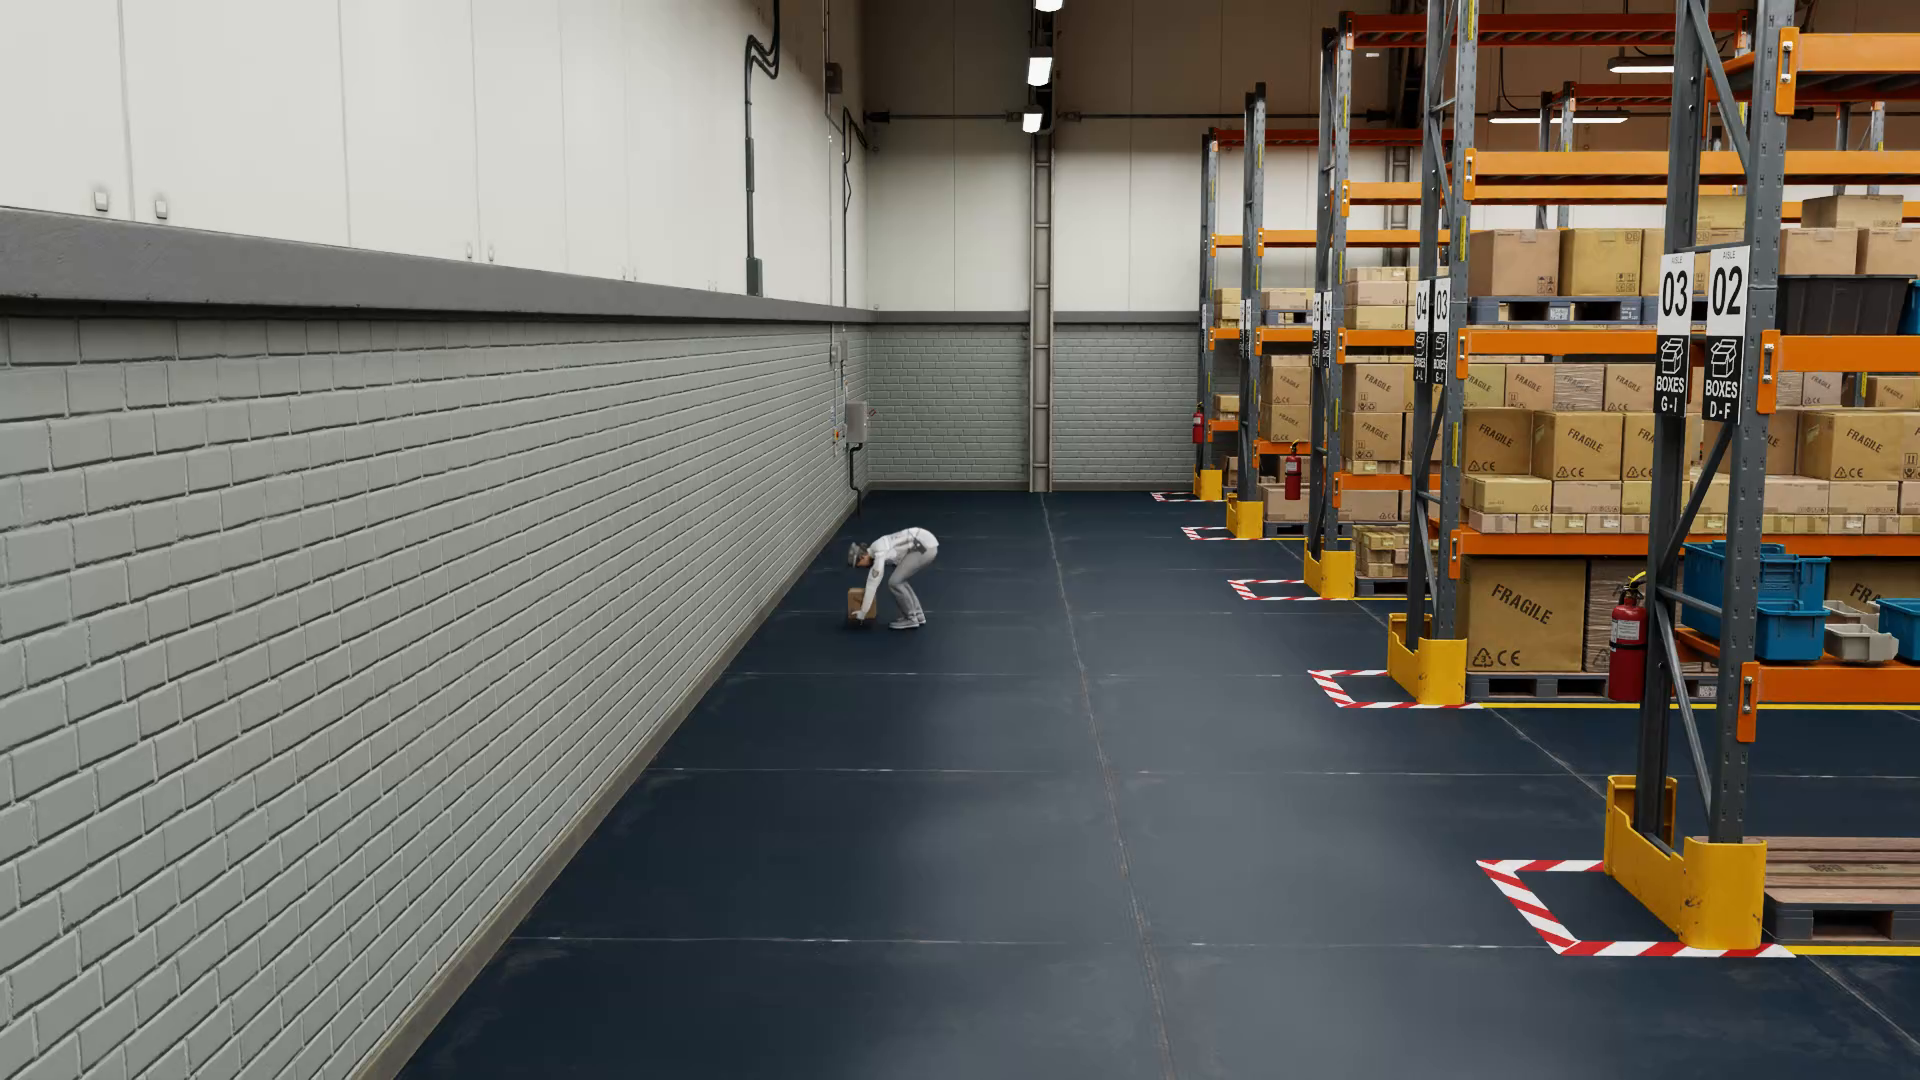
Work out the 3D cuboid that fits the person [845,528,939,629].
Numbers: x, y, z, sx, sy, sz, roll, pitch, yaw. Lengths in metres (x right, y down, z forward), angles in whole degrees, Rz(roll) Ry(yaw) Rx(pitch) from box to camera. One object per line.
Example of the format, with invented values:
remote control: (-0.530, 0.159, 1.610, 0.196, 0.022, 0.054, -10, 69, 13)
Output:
person: (-0.645, 0.360, 15.793, 0.891, 0.947, 0.437, 0, 7, -2)
